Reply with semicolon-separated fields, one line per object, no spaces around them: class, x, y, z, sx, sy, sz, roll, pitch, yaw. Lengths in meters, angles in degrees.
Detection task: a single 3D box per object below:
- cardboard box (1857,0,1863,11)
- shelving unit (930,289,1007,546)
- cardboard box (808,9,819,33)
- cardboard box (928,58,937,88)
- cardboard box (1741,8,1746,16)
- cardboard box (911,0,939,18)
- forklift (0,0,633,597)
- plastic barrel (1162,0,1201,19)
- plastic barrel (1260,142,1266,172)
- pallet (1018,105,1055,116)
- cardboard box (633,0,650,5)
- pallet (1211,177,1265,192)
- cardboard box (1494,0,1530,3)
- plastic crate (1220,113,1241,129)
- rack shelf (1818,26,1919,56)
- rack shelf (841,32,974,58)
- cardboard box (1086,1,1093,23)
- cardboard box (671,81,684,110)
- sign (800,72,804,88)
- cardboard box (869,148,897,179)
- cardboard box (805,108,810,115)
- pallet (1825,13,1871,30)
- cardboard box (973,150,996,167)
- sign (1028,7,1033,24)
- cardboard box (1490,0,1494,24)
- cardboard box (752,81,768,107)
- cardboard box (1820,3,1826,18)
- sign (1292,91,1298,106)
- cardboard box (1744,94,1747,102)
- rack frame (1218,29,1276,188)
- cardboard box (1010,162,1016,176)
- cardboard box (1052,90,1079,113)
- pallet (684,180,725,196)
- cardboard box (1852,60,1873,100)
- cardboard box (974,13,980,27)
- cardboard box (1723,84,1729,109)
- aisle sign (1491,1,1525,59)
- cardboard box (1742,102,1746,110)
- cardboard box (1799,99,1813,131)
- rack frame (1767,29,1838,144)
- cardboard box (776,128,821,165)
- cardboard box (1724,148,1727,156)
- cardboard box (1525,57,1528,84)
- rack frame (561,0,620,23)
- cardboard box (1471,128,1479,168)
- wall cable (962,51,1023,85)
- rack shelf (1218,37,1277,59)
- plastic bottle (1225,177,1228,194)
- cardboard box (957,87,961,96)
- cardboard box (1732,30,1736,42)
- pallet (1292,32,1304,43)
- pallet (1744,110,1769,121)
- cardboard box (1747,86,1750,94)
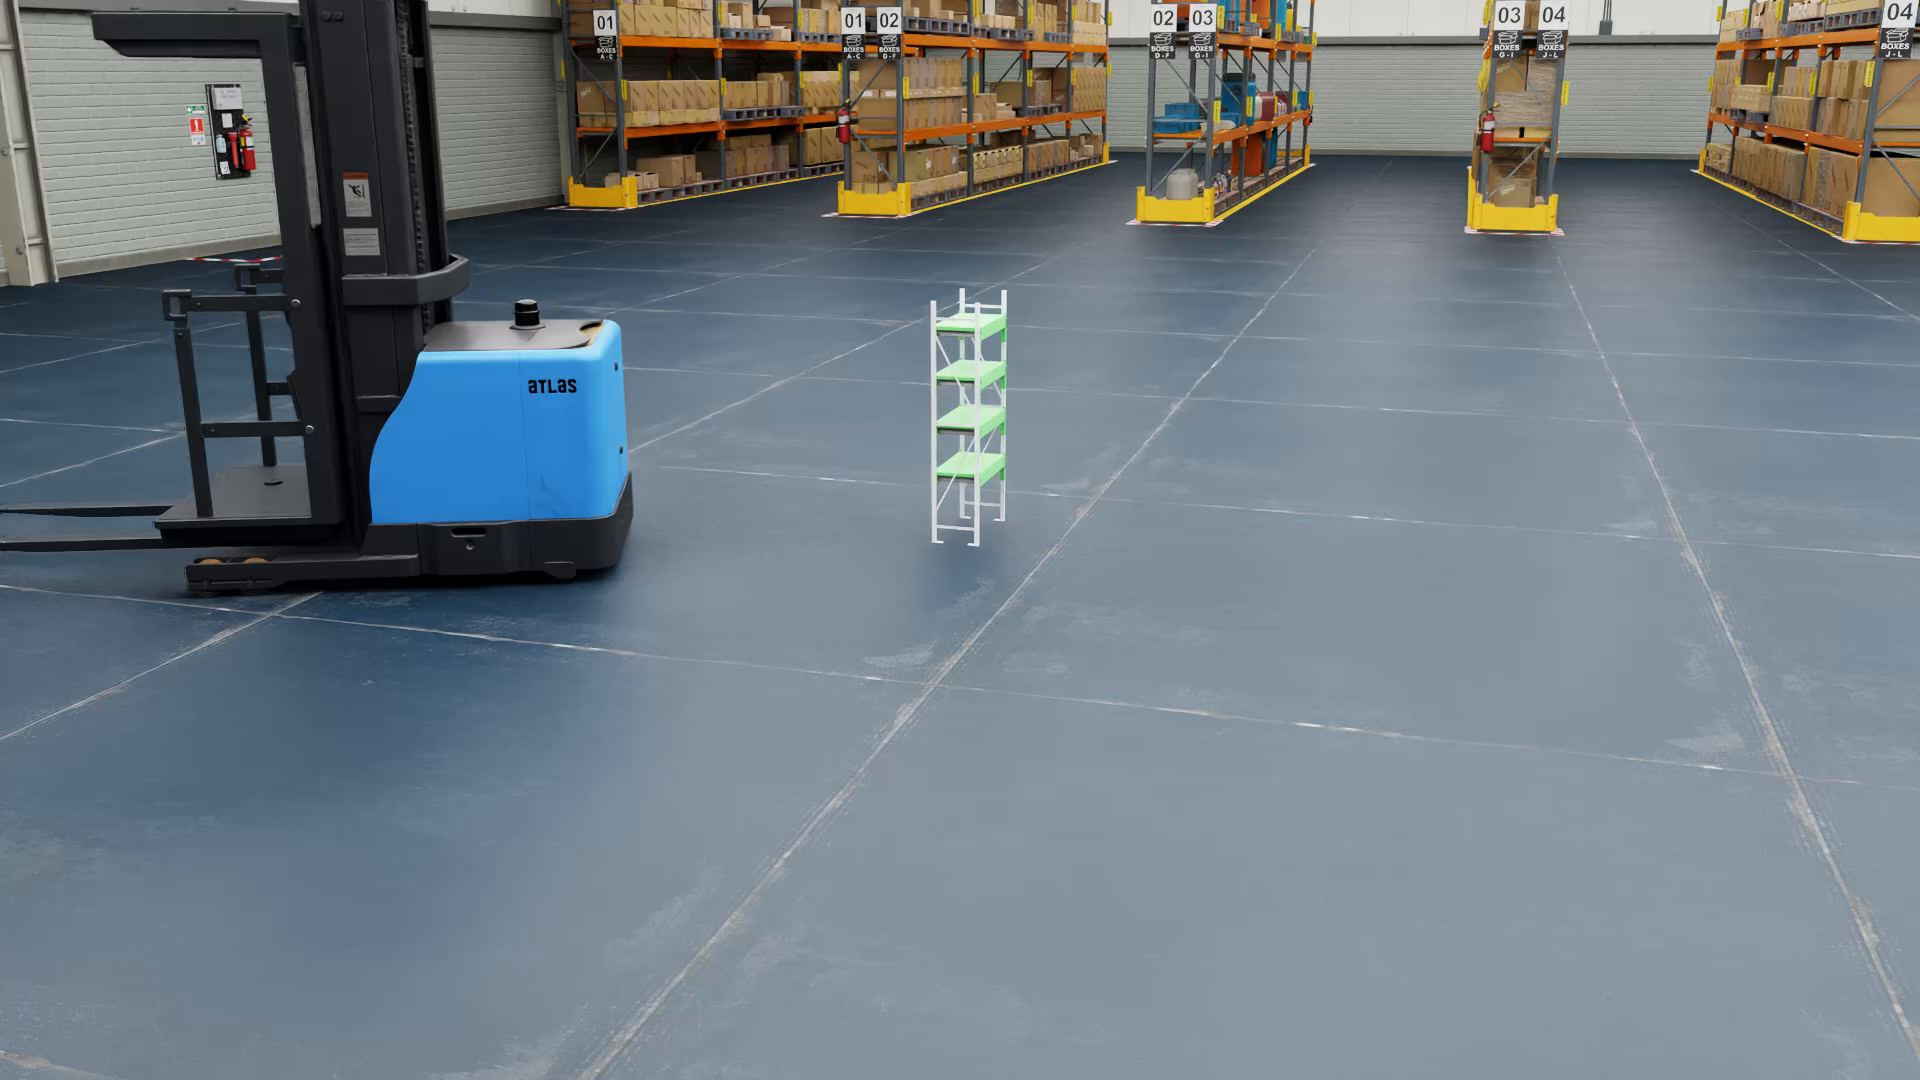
cardboard box;12.894;-7.543;23.435;0.380;0.149;0.250;4;16;15
shelving unit;0.047;-0.621;8.318;0.258;1.200;0.503;5;16;16
cardboard box;-3.513;-11.368;36.424;0.700;0.500;0.500;6;17;19
cardboard box;-0.800;-7.979;28.403;0.700;0.500;0.500;5;16;16
cardboard box;16.166;-10.773;33.946;0.380;0.149;0.250;5;16;16
cardboard box;-0.655;-8.945;27.661;0.500;0.500;0.500;5;16;16
forklift;-3.134;-1.309;7.572;3.031;2.935;1.130;-2;16;-6
plastic barrel;3.376;-8.374;25.304;0.600;0.830;0.708;5;16;16
plastic barrel;6.076;-7.945;34.494;0.600;0.588;0.708;5;16;16
pallet;1.433;-9.281;35.904;1.003;0.211;1.213;5;16;16
cardboard box;-5.606;-9.345;28.230;0.500;0.500;0.500;4;16;15
pallet;5.375;-6.938;32.402;1.003;0.211;1.213;5;16;16
cardboard box;8.306;-8.302;24.959;0.500;0.500;0.500;5;16;16
plastic crate;4.442;-7.050;27.961;0.499;0.251;0.616;5;16;16
rack shelf;13.403;-7.211;24.076;1.077;0.370;4.000;5;16;16
rack shelf;-0.820;-8.391;28.237;1.077;0.370;4.000;5;16;16
cardboard box;2.765;-12.530;39.496;0.700;0.500;0.500;5;16;16
cardboard box;-5.277;-7.953;29.736;0.500;0.500;0.500;5;17;18
sign;-3.343;-9.726;35.147;0.100;0.325;0.005;5;16;16
cardboard box;-1.252;-6.437;28.422;0.500;0.500;0.500;5;16;16
cardboard box;-3.470;-9.269;35.936;0.380;0.149;0.250;5;17;17
pallet;13.729;-7.824;25.083;1.003;0.211;1.213;5;16;16
cardboard box;0.397;-7.321;31.886;0.500;0.311;0.500;4;16;14
sign;1.415;-10.549;33.433;0.100;0.325;0.005;5;16;16
cardboard box;9.718;-9.459;29.584;0.500;0.500;0.500;4;16;14
cardboard box;-4.322;-9.055;33.768;0.700;0.500;0.500;5;16;16
cardboard box;14.019;-8.455;26.468;0.500;0.250;0.500;5;17;16
sign;7.296;-9.615;36.225;0.100;0.325;0.005;5;16;16
cardboard box;15.250;-8.478;31.867;0.380;0.149;0.250;4;16;15
rack frame;5.633;-8.479;32.725;1.000;3.000;0.127;5;16;16
cardboard box;0.826;-7.451;33.372;0.500;0.250;0.500;4;16;15
cardboard box;2.428;-10.071;38.154;0.500;0.500;0.500;5;17;17
pallet;-5.159;-6.681;31.495;1.003;0.211;1.213;5;16;16
cardboard box;13.045;-6.427;23.239;0.875;0.550;0.550;5;16;16
cardboard box;0.086;-9.695;31.020;0.500;0.250;0.500;3;16;10
cardboard box;16.403;-9.336;35.017;0.500;0.500;0.500;5;16;16
aisle sign;7.803;-7.259;23.662;0.394;0.787;0.004;5;16;16
cardboard box;15.252;-8.336;31.913;0.380;0.149;0.250;4;16;13
cardboard box;13.864;-6.842;26.773;0.500;0.500;0.500;5;16;16
rack frame;15.108;-7.684;29.922;1.000;3.000;0.127;5;16;16
cardboard box;-3.531;-8.597;36.312;0.750;0.750;0.750;4;16;15
cardboard box;16.195;-8.096;34.739;0.380;0.149;0.250;4;16;15
cardboard box;8.675;-6.927;24.693;0.500;0.500;0.500;5;16;16
rack frame;-6.139;-10.040;27.236;1.000;3.000;0.127;5;16;16
cardboard box;11.102;-7.918;33.873;1.225;0.875;0.875;4;16;14
wall cable;0.358;-14.184;47.537;3.097;2.526;0.112;5;16;16
rack shelf;5.064;-9.052;30.569;1.077;0.370;4.000;5;16;16
plastic bottle;4.529;-6.050;28.335;0.061;0.283;0.133;6;17;20
cardboard box;-0.196;-8.025;29.754;0.380;0.149;0.250;4;16;15
cardboard box;16.422;-10.513;34.675;0.500;0.250;0.500;4;16;15
pallet;6.640;-10.665;35.281;1.213;0.211;1.003;5;16;16
pallet;15.632;-8.112;31.785;1.003;0.211;1.213;5;16;16
cardboard box;15.178;-8.553;31.587;0.380;0.149;0.250;5;17;19
